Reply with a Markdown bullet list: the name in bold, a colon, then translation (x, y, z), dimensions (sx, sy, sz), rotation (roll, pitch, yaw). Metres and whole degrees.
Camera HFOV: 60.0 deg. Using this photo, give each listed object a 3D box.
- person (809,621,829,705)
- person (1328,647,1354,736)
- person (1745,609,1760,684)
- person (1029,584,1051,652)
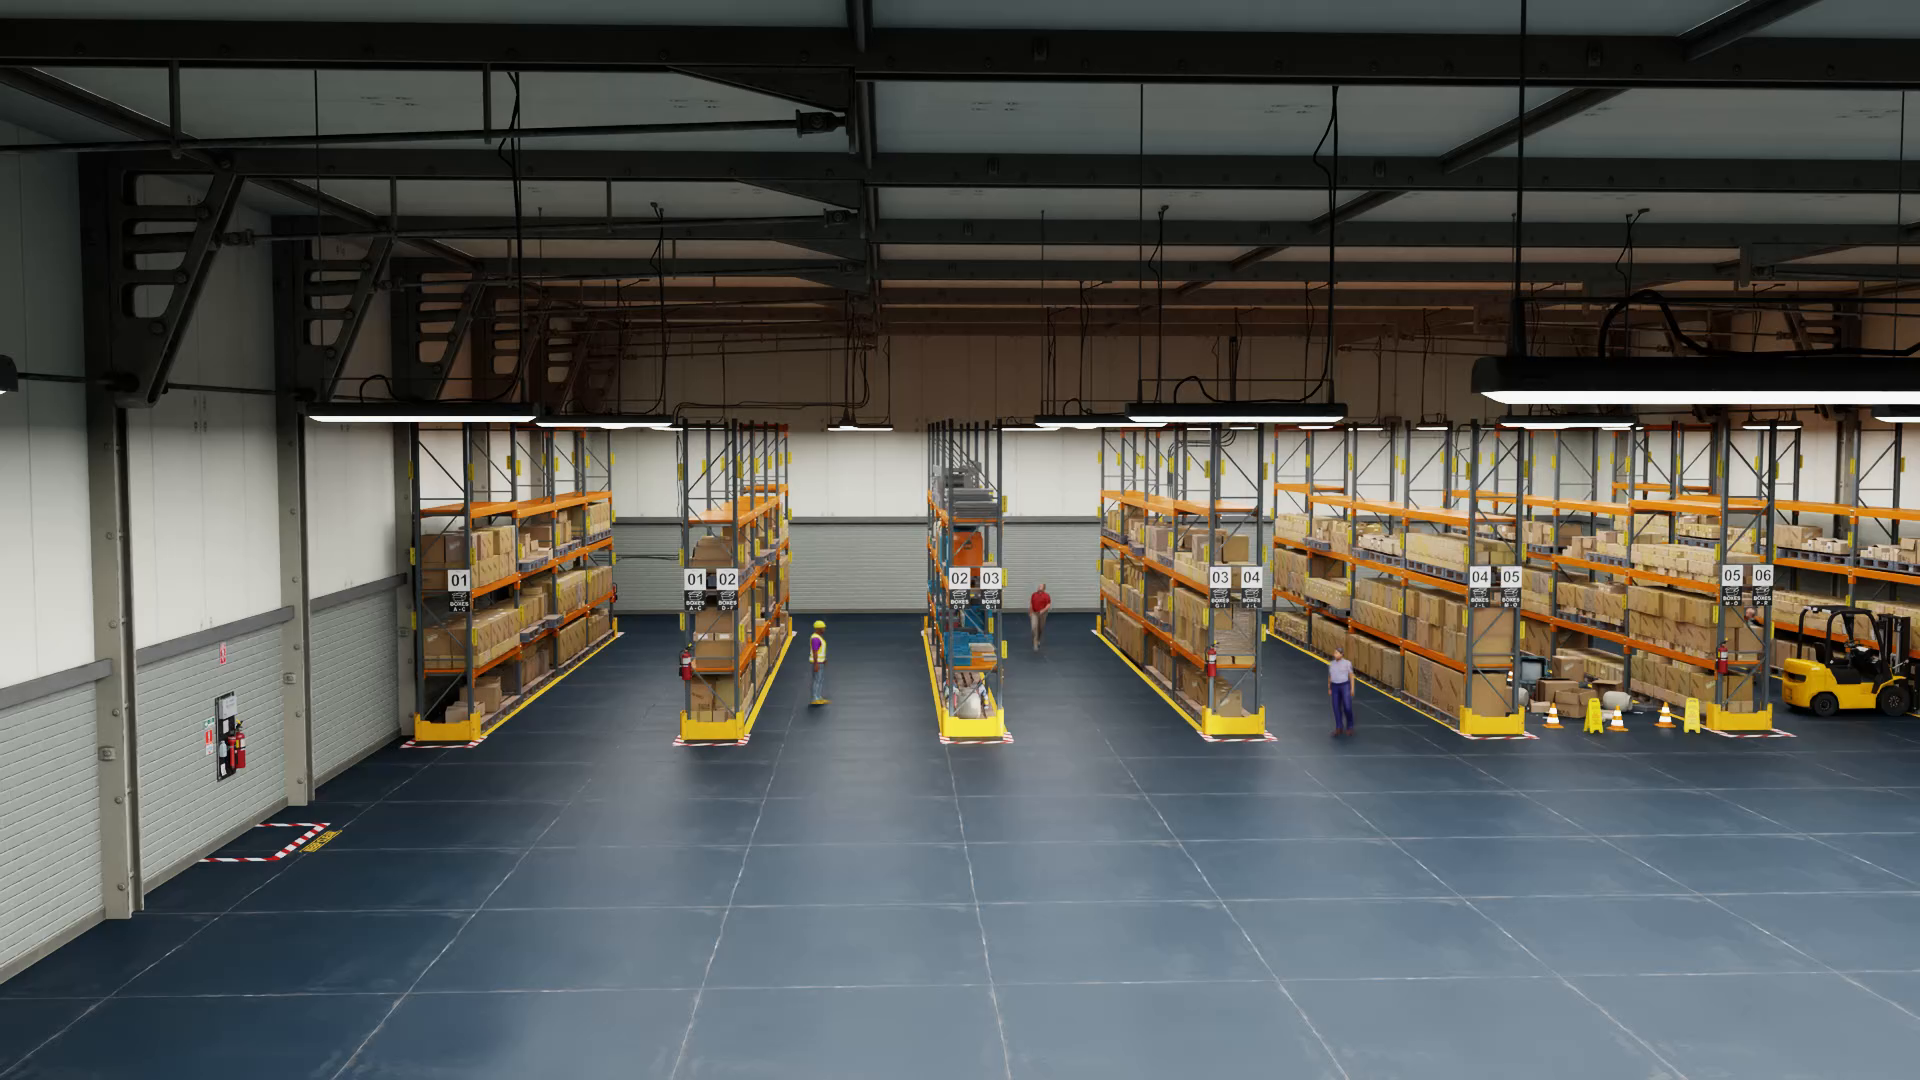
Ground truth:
- **person**: translation (-2.990, 2.585, 35.144), dimensions (0.399, 1.769, 0.602), rotation (0, 4, 3)
- **person**: translation (7.243, 2.887, 31.689), dimensions (0.530, 1.699, 0.373), rotation (3, 5, 36)
- **person**: translation (17.983, 2.433, 37.906), dimensions (0.596, 1.748, 0.689), rotation (-1, 4, -13)
- **person**: translation (2.082, 1.983, 43.140), dimensions (0.523, 1.706, 0.995), rotation (0, 4, -4)
